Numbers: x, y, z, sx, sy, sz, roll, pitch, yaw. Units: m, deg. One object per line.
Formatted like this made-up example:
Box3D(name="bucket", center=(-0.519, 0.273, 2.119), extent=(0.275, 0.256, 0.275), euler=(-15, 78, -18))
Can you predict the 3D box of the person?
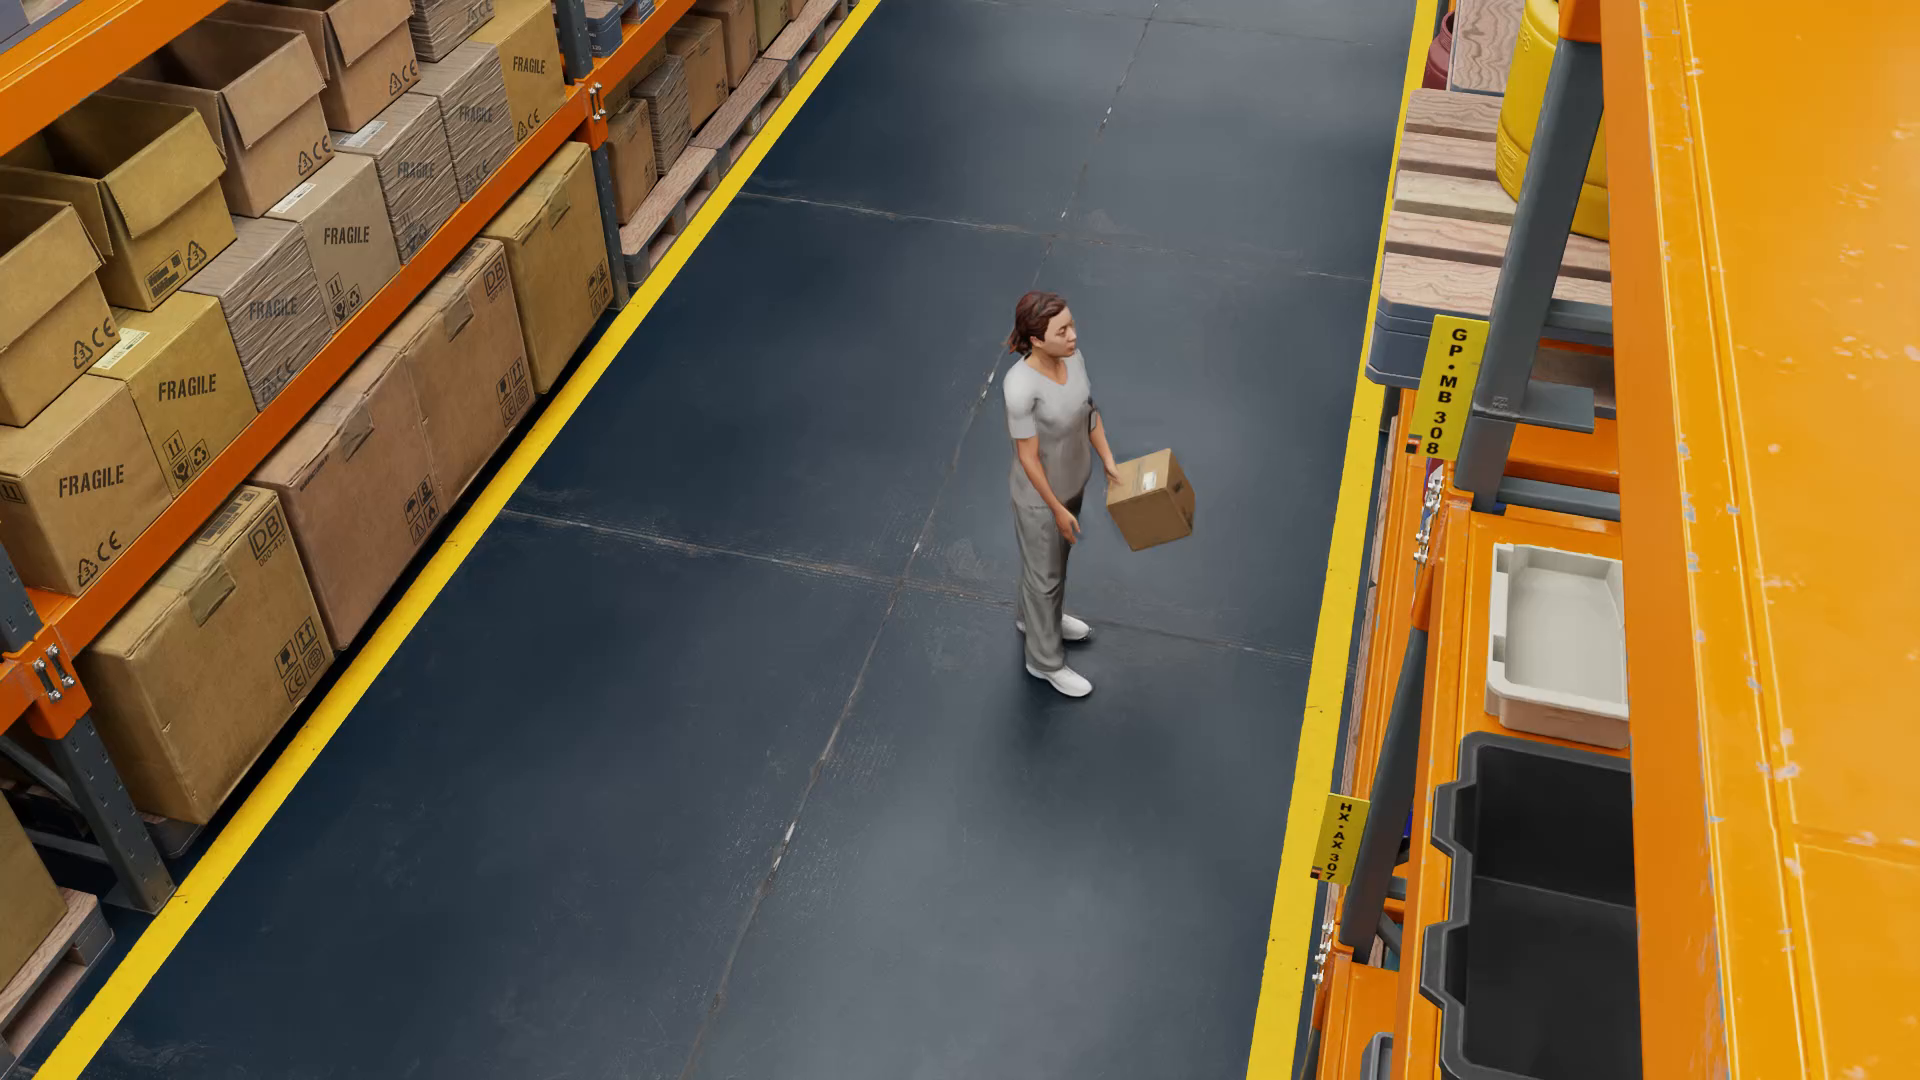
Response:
Box3D(name="person", center=(0.403, -0.189, 6.375), extent=(0.546, 1.665, 0.473), euler=(24, 47, 25))
